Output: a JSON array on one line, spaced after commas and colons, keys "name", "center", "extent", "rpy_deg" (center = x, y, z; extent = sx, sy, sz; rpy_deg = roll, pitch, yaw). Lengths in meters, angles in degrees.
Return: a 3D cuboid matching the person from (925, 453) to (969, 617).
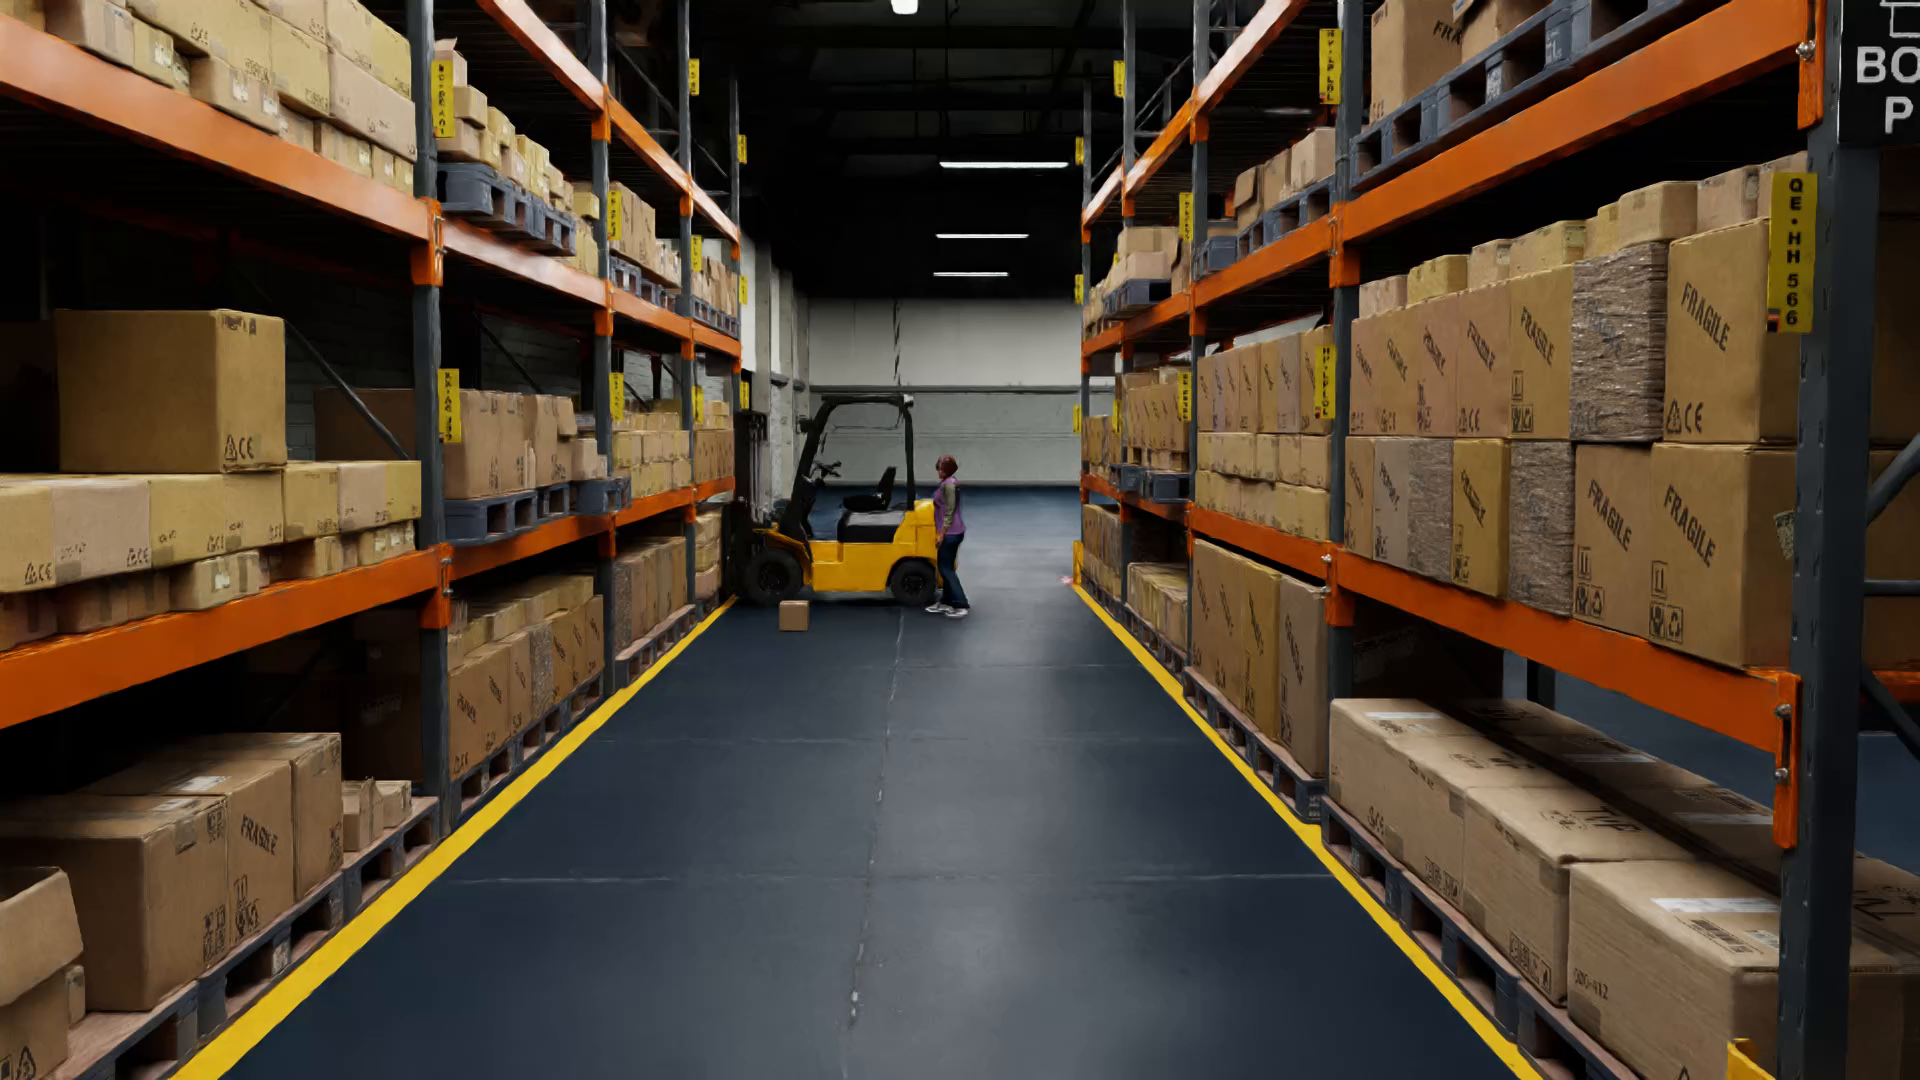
[{"name": "person", "center": [-0.132, -0.035, 16.104], "extent": [0.495, 1.545, 0.550], "rpy_deg": [1, 4, 8]}]
